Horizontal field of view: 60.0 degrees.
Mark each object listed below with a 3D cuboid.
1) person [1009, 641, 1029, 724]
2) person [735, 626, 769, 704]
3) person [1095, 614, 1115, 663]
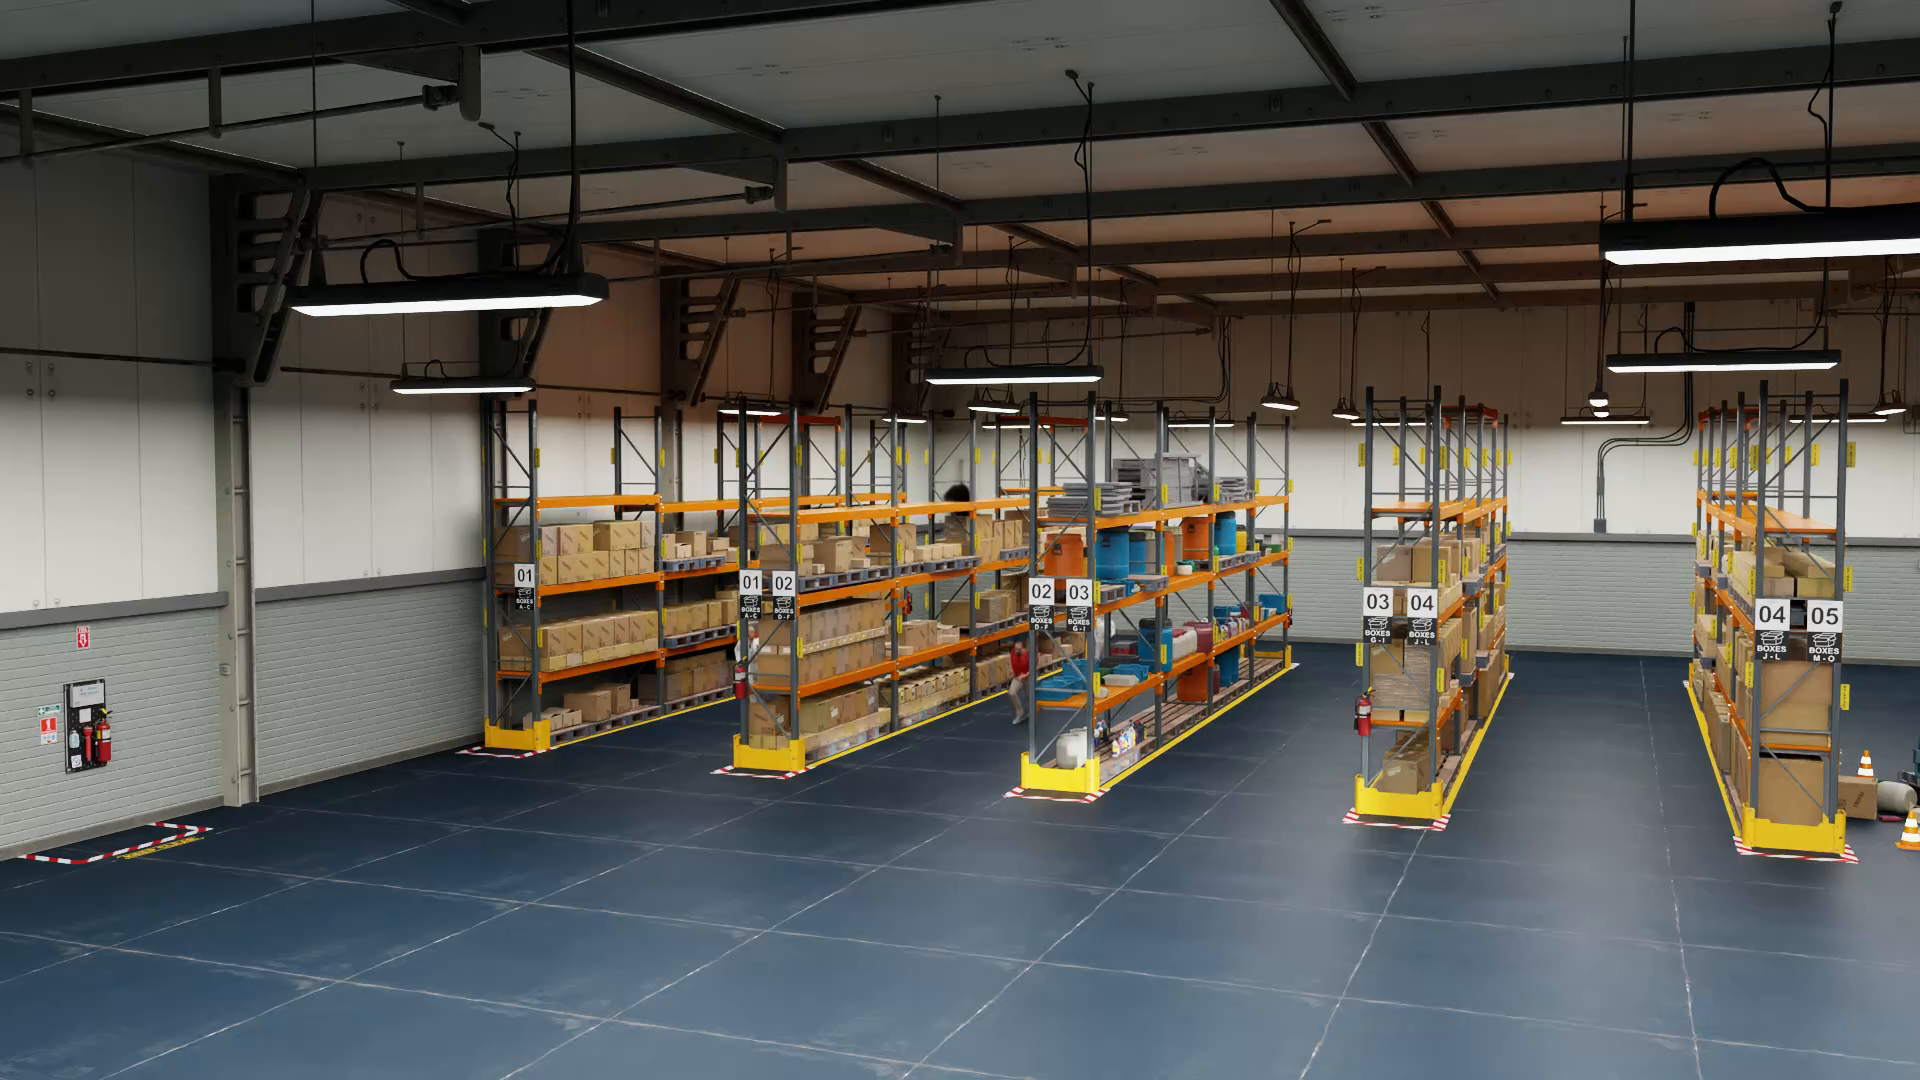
[{"bbox_3d":[1.234,2.658,31.474,0.682,1.567,1.092,1,3,25],"label":"person"},{"bbox_3d":[-3.979,2.516,31.780,0.712,1.739,1.061,0,3,1],"label":"person"},{"bbox_3d":[3.189,2.330,37.106,0.571,1.718,0.694,1,3,13],"label":"person"}]
